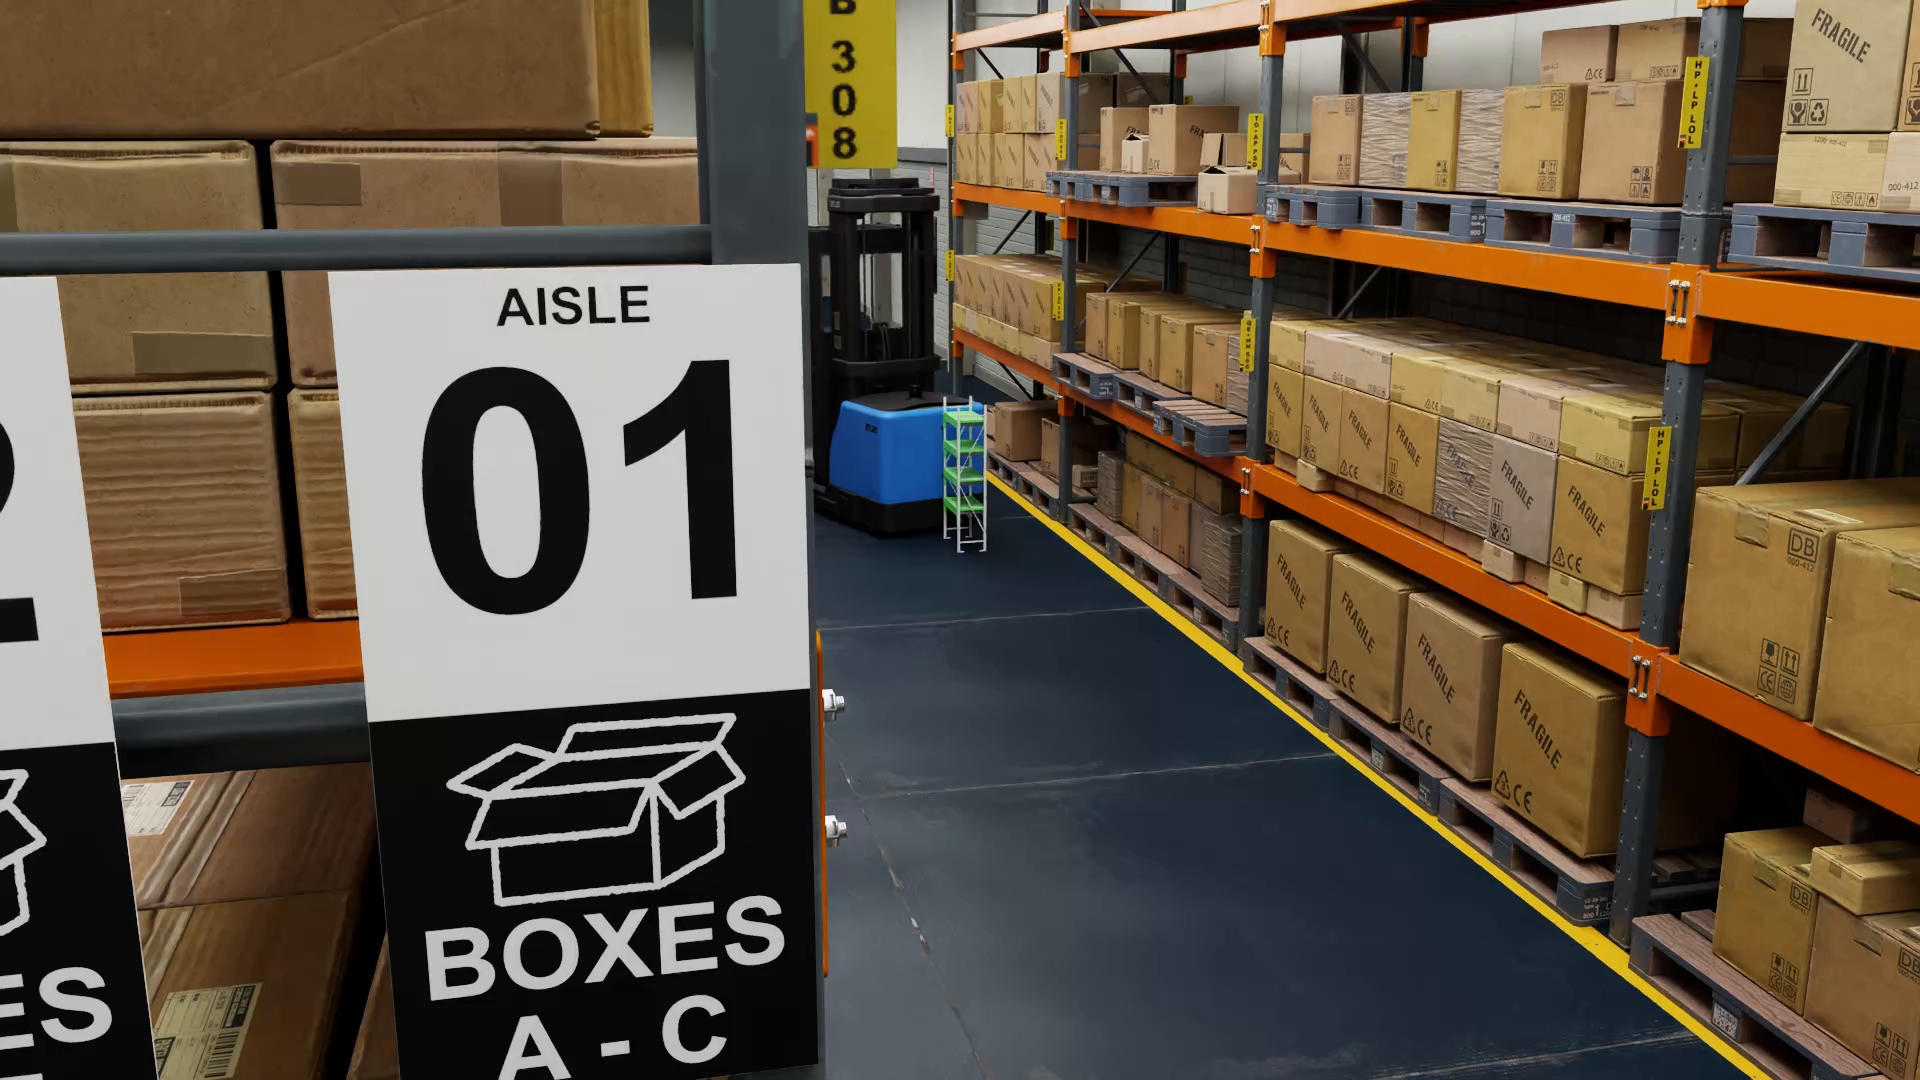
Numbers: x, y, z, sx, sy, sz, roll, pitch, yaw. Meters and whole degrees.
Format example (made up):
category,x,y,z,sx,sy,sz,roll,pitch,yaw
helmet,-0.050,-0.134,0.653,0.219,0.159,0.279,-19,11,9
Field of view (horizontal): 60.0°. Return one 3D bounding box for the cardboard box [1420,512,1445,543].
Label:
category,x,y,z,sx,sy,sz,roll,pitch,yaw
cardboard box,2.579,-0.094,8.479,0.380,0.149,0.250,-3,14,-11

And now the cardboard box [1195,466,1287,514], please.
category,x,y,z,sx,sy,sz,roll,pitch,yaw
cardboard box,2.009,-0.371,11.887,0.500,0.250,0.500,-3,14,-12

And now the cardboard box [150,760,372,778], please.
category,x,y,z,sx,sy,sz,roll,pitch,yaw
cardboard box,-1.252,0.555,3.016,0.500,0.500,0.500,-3,14,-12

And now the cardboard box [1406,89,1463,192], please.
category,x,y,z,sx,sy,sz,roll,pitch,yaw
cardboard box,2.764,-2.073,8.632,0.700,0.500,0.500,-3,14,-10

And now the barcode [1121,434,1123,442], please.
category,x,y,z,sx,sy,sz,roll,pitch,yaw
barcode,1.468,-0.925,15.059,0.001,0.075,0.075,-3,14,-13

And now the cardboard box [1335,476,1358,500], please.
category,x,y,z,sx,sy,sz,roll,pitch,yaw
cardboard box,2.363,-0.333,9.455,0.380,0.149,0.250,-3,14,-14

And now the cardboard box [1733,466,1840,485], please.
category,x,y,z,sx,sy,sz,roll,pitch,yaw
cardboard box,3.378,-0.110,7.176,0.500,0.500,0.500,-4,14,-15

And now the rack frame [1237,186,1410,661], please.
category,x,y,z,sx,sy,sz,roll,pitch,yaw
rack frame,2.301,-0.710,10.511,1.000,3.000,0.127,-3,14,-13

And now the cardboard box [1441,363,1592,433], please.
category,x,y,z,sx,sy,sz,roll,pitch,yaw
cardboard box,2.652,-0.684,7.945,0.500,0.250,0.500,-3,14,-12

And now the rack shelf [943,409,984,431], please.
category,x,y,z,sx,sy,sz,roll,pitch,yaw
rack shelf,0.039,-0.949,13.530,0.258,0.148,0.480,-3,14,-13

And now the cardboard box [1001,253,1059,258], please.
category,x,y,z,sx,sy,sz,roll,pitch,yaw
cardboard box,0.740,-2.759,17.595,0.500,0.500,0.500,-3,14,-14

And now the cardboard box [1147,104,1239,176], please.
category,x,y,z,sx,sy,sz,roll,pitch,yaw
cardboard box,1.702,-2.927,12.171,0.500,0.500,0.500,-4,14,-15

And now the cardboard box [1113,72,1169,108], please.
category,x,y,z,sx,sy,sz,roll,pitch,yaw
cardboard box,1.524,-3.762,14.327,0.500,0.500,0.500,-3,14,-12

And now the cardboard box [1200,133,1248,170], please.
category,x,y,z,sx,sy,sz,roll,pitch,yaw
cardboard box,2.087,-2.531,11.386,0.797,0.503,0.637,-1,14,-5

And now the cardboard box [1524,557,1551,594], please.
category,x,y,z,sx,sy,sz,roll,pitch,yaw
cardboard box,2.787,0.144,7.504,0.380,0.149,0.250,-3,14,-11

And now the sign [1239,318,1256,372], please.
category,x,y,z,sx,sy,sz,roll,pitch,yaw
sign,1.776,-1.201,10.250,0.100,0.325,0.005,-3,14,-13

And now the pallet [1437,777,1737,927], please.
category,x,y,z,sx,sy,sz,roll,pitch,yaw
pallet,2.986,1.394,7.776,1.003,0.211,1.213,-3,14,-13

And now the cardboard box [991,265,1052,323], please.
category,x,y,z,sx,sy,sz,roll,pitch,yaw
cardboard box,0.597,-2.377,16.029,0.500,0.500,0.500,-3,14,-11

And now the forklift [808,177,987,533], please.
category,x,y,z,sx,sy,sz,roll,pitch,yaw
forklift,-0.939,-1.782,15.047,1.130,2.935,3.031,-8,16,-29

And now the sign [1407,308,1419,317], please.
category,x,y,z,sx,sy,sz,roll,pitch,yaw
sign,2.840,-1.304,10.503,0.100,0.325,0.005,-3,14,-13

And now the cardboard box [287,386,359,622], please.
category,x,y,z,sx,sy,sz,roll,pitch,yaw
cardboard box,-0.508,-0.104,2.028,0.500,0.250,0.500,-3,14,-13

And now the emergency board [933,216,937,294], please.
category,x,y,z,sx,sy,sz,roll,pitch,yaw
emergency board,-0.525,-4.398,25.609,0.194,1.169,0.643,-3,14,-13

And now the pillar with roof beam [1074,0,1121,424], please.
category,x,y,z,sx,sy,sz,roll,pitch,yaw
pillar with roof beam,-2.757,-5.116,15.907,9.100,9.000,0.400,-3,14,-13

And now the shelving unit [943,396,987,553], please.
category,x,y,z,sx,sy,sz,roll,pitch,yaw
shelving unit,0.039,-0.545,13.628,0.258,1.200,0.503,-3,14,-13

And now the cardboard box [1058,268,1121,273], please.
category,x,y,z,sx,sy,sz,roll,pitch,yaw
cardboard box,1.225,-2.288,15.667,0.500,0.500,0.500,-3,14,-12

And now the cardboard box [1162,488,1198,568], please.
category,x,y,z,sx,sy,sz,roll,pitch,yaw
cardboard box,1.929,-0.111,12.399,0.700,0.500,0.500,-3,14,-13

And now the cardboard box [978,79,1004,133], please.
category,x,y,z,sx,sy,sz,roll,pitch,yaw
cardboard box,0.477,-4.218,16.191,0.500,0.500,0.500,-3,14,-12

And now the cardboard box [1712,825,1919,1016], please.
category,x,y,z,sx,sy,sz,roll,pitch,yaw
cardboard box,3.317,1.402,6.251,0.700,0.500,0.500,-3,14,-12

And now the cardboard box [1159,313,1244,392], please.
category,x,y,z,sx,sy,sz,roll,pitch,yaw
cardboard box,1.867,-1.366,12.060,0.700,0.500,0.500,-3,14,-13

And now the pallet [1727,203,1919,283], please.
category,x,y,z,sx,sy,sz,roll,pitch,yaw
pallet,3.423,-1.012,5.614,1.003,0.211,1.213,-3,14,-13

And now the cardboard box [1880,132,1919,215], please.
category,x,y,z,sx,sy,sz,roll,pitch,yaw
cardboard box,3.252,-1.131,5.137,0.500,0.250,0.500,-4,14,-14

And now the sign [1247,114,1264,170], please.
category,x,y,z,sx,sy,sz,roll,pitch,yaw
sign,1.773,-2.388,9.972,0.100,0.325,0.005,-3,14,-13

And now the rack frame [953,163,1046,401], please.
category,x,y,z,sx,sy,sz,roll,pitch,yaw
rack frame,0.422,-2.555,18.065,1.000,3.000,0.127,-3,14,-13

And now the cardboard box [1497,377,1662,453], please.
category,x,y,z,sx,sy,sz,roll,pitch,yaw
cardboard box,2.772,-0.566,7.463,0.500,0.250,0.500,-3,14,-12

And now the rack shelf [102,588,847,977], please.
category,x,y,z,sx,sy,sz,roll,pitch,yaw
rack shelf,-1.104,-0.156,3.441,1.077,0.370,4.000,-3,14,-13

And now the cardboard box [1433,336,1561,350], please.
category,x,y,z,sx,sy,sz,roll,pitch,yaw
cardboard box,2.895,-0.948,9.029,0.500,0.250,0.500,-4,14,-15

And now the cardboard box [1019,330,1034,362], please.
category,x,y,z,sx,sy,sz,roll,pitch,yaw
cardboard box,0.847,-1.777,15.154,0.500,0.250,0.500,-3,14,-13

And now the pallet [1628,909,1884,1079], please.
category,x,y,z,sx,sy,sz,roll,pitch,yaw
pallet,3.343,1.748,6.329,1.003,0.211,1.213,-3,14,-13

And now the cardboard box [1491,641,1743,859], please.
category,x,y,z,sx,sy,sz,roll,pitch,yaw
cardboard box,2.962,0.911,7.523,0.750,0.750,0.750,-3,14,-13

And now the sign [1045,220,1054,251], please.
category,x,y,z,sx,sy,sz,roll,pitch,yaw
sign,0.967,-3.297,17.998,0.100,0.325,0.005,-3,14,-13

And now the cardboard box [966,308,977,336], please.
category,x,y,z,sx,sy,sz,roll,pitch,yaw
cardboard box,0.364,-2.243,17.060,0.500,0.250,0.500,-4,14,-15

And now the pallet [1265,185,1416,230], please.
category,x,y,z,sx,sy,sz,roll,pitch,yaw
pallet,2.504,-1.929,9.582,1.213,0.211,1.003,-3,14,-11

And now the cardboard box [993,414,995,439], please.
category,x,y,z,sx,sy,sz,roll,pitch,yaw
cardboard box,0.631,-1.167,17.120,0.500,0.311,0.500,-2,14,-9

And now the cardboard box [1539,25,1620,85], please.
category,x,y,z,sx,sy,sz,roll,pitch,yaw
cardboard box,3.017,-2.207,7.604,0.500,0.250,0.500,-4,14,-15

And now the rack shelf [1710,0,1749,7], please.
category,x,y,z,sx,sy,sz,roll,pitch,yaw
rack shelf,3.710,-1.696,4.266,1.077,0.370,4.000,-3,14,-13

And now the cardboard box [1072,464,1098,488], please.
category,x,y,z,sx,sy,sz,roll,pitch,yaw
cardboard box,1.207,-0.591,15.071,0.380,0.166,0.250,-5,15,-21

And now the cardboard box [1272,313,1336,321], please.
category,x,y,z,sx,sy,sz,roll,pitch,yaw
cardboard box,2.191,-1.365,10.689,0.380,0.149,0.250,-5,15,-21

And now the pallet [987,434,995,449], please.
category,x,y,z,sx,sy,sz,roll,pitch,yaw
pallet,0.597,-0.994,17.549,1.003,0.211,1.213,-3,14,-13

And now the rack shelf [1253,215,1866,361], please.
category,x,y,z,sx,sy,sz,roll,pitch,yaw
rack shelf,2.771,-1.356,8.352,1.077,0.370,4.000,-3,14,-13

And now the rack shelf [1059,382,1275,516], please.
category,x,y,z,sx,sy,sz,roll,pitch,yaw
rack shelf,1.832,-0.821,12.485,1.077,0.370,4.000,-3,14,-13

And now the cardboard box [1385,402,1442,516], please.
category,x,y,z,sx,sy,sz,roll,pitch,yaw
cardboard box,2.526,-0.430,8.489,0.500,0.500,0.500,-3,14,-12

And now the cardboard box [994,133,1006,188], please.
category,x,y,z,sx,sy,sz,roll,pitch,yaw
cardboard box,0.622,-3.612,15.816,0.500,0.500,0.500,-2,14,-10

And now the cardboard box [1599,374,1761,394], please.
category,x,y,z,sx,sy,sz,roll,pitch,yaw
cardboard box,3.257,-0.595,7.582,0.500,0.250,0.500,-3,14,-13
